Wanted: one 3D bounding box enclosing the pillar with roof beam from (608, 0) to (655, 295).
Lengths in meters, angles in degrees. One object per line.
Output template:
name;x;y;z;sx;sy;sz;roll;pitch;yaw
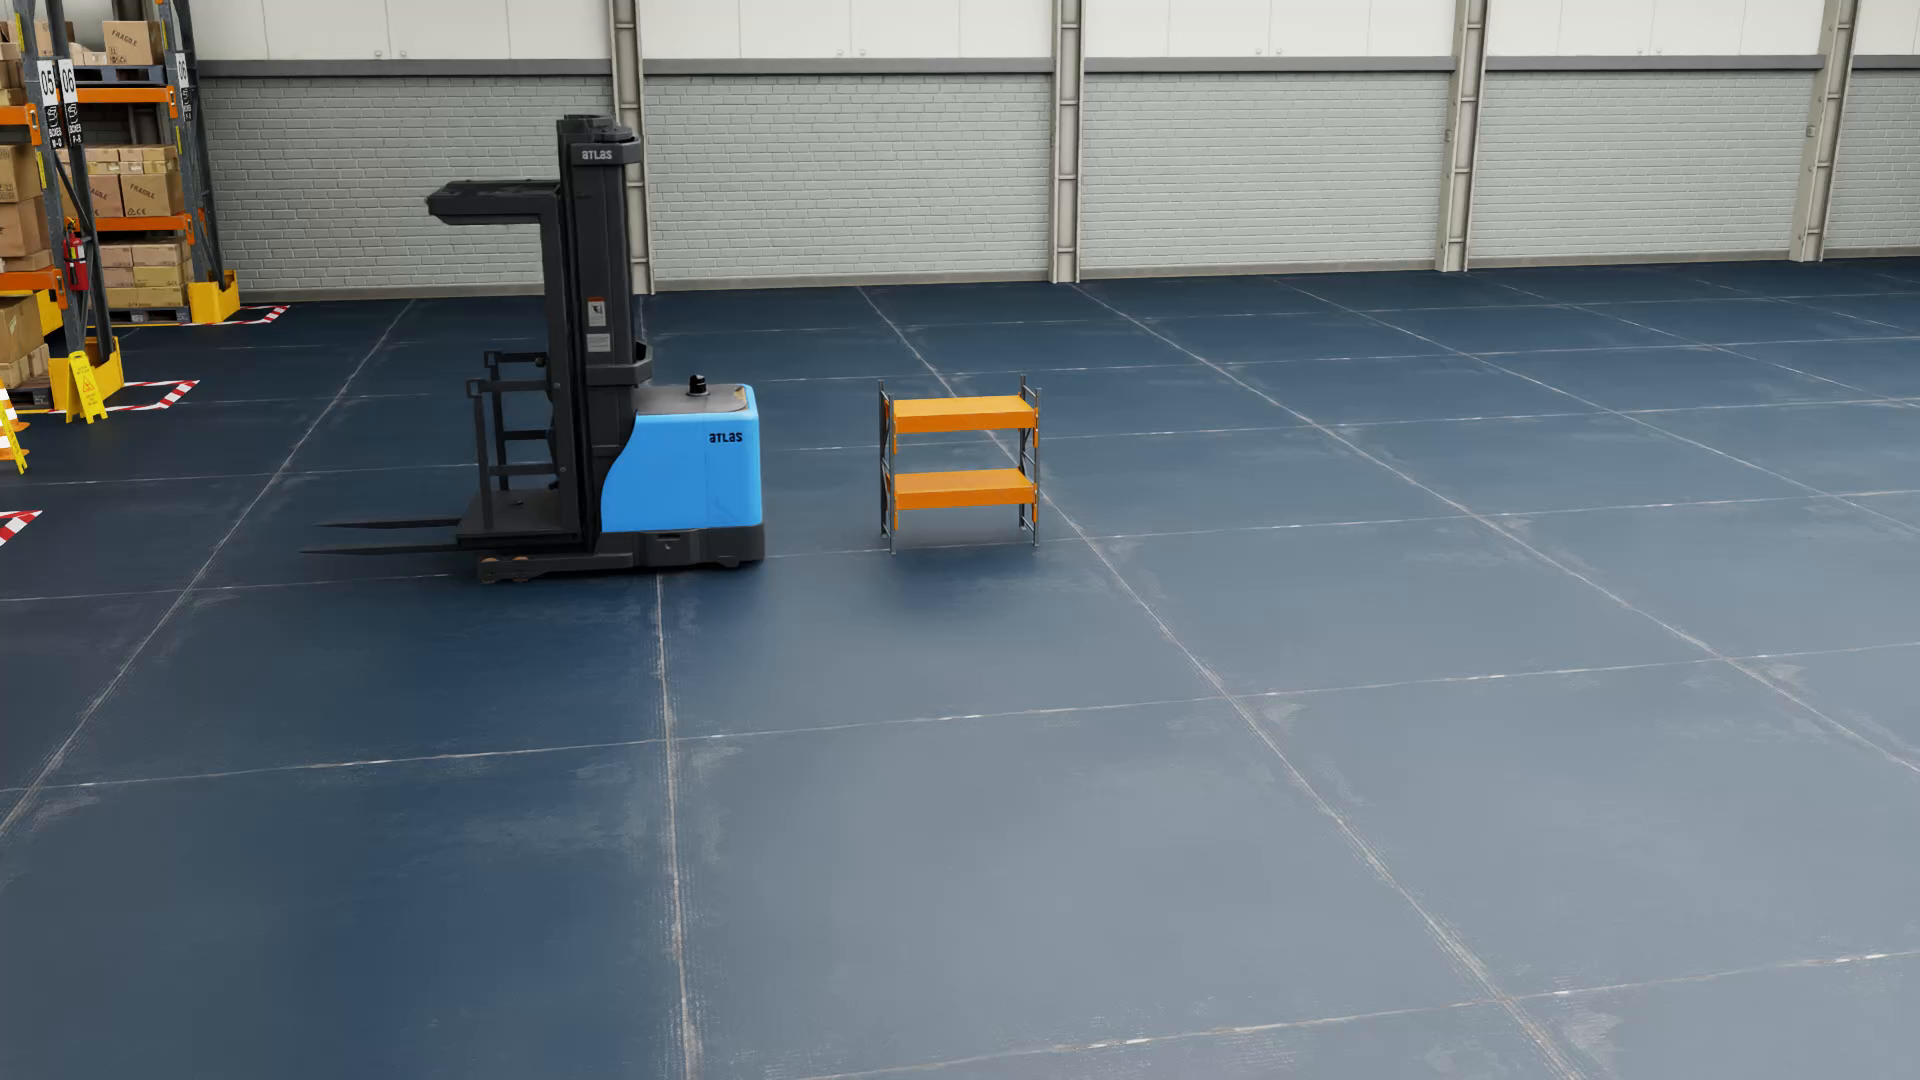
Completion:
pillar with roof beam;-3.581;-6.455;17.502;0.400;9.000;9.100;-3;17;-10

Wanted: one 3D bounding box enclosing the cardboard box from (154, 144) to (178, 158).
cardboard box;-9.805;-4.816;20.601;0.250;0.149;0.380;-4;17;-12

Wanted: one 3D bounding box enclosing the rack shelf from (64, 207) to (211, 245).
rack shelf;-11.398;-3.818;20.358;4.000;0.370;1.077;-3;17;-10

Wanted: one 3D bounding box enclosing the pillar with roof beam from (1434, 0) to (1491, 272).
pillar with roof beam;8.201;-7.123;19.678;0.400;9.000;9.100;-3;17;-10

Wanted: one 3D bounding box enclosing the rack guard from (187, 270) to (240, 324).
rack guard;-9.411;-3.080;20.987;0.348;0.500;1.175;-3;17;-10

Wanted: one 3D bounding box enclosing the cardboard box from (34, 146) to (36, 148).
cardboard box;-11.329;-4.738;20.348;0.250;0.149;0.380;-3;17;-10

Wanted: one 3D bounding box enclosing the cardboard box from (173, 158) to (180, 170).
cardboard box;-9.816;-4.687;20.687;0.250;0.149;0.380;-4;17;-12

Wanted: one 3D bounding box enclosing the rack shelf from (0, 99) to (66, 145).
rack shelf;-10.453;-3.821;15.260;4.000;0.370;1.077;-3;17;-10

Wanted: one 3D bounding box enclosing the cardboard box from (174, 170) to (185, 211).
cardboard box;-9.973;-4.373;20.771;0.500;0.500;0.500;-3;17;-9

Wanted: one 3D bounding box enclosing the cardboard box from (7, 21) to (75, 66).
cardboard box;-10.847;-5.880;19.683;0.500;0.500;0.700;-3;17;-10

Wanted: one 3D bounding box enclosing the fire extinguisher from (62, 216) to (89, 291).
fire extinguisher;-8.289;-2.679;15.557;0.183;0.674;0.296;-3;17;-10

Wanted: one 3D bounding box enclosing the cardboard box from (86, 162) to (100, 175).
cardboard box;-10.479;-4.501;20.081;0.250;0.149;0.380;-3;17;-11

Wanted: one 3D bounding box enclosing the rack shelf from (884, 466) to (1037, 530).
rack shelf;-0.007;-0.304;11.717;1.000;0.278;0.538;-3;17;-10

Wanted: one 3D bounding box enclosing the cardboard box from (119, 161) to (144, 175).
cardboard box;-9.967;-4.508;20.105;0.250;0.149;0.380;-3;17;-10

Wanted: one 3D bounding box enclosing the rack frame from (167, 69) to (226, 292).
rack frame;-9.434;-4.273;20.615;0.127;3.000;1.000;-3;17;-10

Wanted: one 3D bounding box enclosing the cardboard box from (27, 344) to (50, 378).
cardboard box;-9.333;-1.764;16.412;0.500;0.250;0.500;-3;17;-11

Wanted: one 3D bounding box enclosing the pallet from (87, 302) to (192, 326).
pallet;-10.177;-2.885;20.847;1.213;0.211;1.003;-3;17;-10

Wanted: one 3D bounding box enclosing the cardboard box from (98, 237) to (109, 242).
cardboard box;-10.925;-3.612;20.726;0.500;0.250;0.500;-3;17;-11

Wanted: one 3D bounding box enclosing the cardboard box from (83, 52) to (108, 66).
cardboard box;-10.190;-5.702;19.700;0.250;0.149;0.380;-4;17;-12

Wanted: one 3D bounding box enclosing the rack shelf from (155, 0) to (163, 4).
rack shelf;-11.398;-6.494;19.536;4.000;0.370;1.077;-3;17;-10

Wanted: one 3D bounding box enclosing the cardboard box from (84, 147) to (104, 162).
cardboard box;-10.493;-4.655;20.077;0.250;0.149;0.380;-3;17;-10

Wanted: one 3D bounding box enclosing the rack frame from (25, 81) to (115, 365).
rack frame;-8.489;-2.842;15.957;0.127;3.000;1.000;-3;17;-10

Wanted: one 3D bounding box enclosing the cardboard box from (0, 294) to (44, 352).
cardboard box;-9.357;-2.120;16.297;0.500;0.500;0.500;-4;17;-12

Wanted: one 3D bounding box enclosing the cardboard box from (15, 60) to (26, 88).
cardboard box;-9.033;-4.396;15.654;0.500;0.250;0.500;-4;17;-11

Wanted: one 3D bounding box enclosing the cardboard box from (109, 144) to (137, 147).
cardboard box;-10.324;-4.792;20.524;0.250;0.149;0.380;-3;17;-9

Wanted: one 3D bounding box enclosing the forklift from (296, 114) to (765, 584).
forklift;-2.877;-1.281;10.991;3.031;2.935;1.130;-3;17;-9

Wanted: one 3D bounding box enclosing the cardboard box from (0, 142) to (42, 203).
cardboard box;-8.949;-3.419;15.454;0.500;0.500;0.700;-4;17;-12

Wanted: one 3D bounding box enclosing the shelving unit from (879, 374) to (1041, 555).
shelving unit;-0.007;-0.537;11.645;1.048;1.125;0.538;-3;17;-10

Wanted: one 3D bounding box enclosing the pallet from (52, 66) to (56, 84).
pallet;-11.334;-5.564;19.859;1.213;0.211;1.003;-3;17;-10

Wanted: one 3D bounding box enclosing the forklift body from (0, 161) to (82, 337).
forklift body;-10.950;-3.236;18.684;1.214;2.155;2.313;-3;17;-10

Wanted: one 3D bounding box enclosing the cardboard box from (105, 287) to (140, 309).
cardboard box;-10.326;-3.017;20.494;0.500;0.250;0.500;-3;17;-10

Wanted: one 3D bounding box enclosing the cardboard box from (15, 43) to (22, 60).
cardboard box;-8.877;-4.576;15.563;0.250;0.149;0.380;-3;17;-11

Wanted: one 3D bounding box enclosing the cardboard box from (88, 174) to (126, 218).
cardboard box;-10.379;-4.192;20.179;0.500;0.500;0.500;-3;17;-9

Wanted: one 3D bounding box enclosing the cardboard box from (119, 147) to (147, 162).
cardboard box;-9.982;-4.670;20.125;0.250;0.149;0.380;-3;17;-10

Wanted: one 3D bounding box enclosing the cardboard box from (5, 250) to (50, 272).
cardboard box;-8.816;-2.640;15.725;0.250;0.149;0.380;-3;17;-9

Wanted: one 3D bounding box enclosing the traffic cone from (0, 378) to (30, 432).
traffic cone;-8.666;-1.234;15.041;0.334;0.463;0.336;-3;17;-10

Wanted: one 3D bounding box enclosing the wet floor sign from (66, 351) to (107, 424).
wet floor sign;-8.099;-1.419;15.333;0.232;0.644;0.267;3;17;9

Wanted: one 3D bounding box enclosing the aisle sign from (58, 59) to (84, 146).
aisle sign;-8.487;-4.178;15.878;0.004;0.787;0.394;-3;17;-10

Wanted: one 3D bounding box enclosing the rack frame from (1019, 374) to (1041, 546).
rack frame;0.492;-0.566;11.738;0.032;1.125;0.500;-3;17;-10

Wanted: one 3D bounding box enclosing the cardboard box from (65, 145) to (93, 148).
cardboard box;-10.824;-4.761;20.422;0.250;0.149;0.380;-3;17;-9

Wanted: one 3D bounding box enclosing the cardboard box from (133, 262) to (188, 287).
cardboard box;-9.853;-3.281;20.502;0.500;0.250;0.500;-3;17;-11

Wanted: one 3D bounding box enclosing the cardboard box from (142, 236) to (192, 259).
cardboard box;-9.942;-3.665;20.901;0.500;0.250;0.500;-4;17;-11

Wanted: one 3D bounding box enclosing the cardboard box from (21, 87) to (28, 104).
cardboard box;-8.876;-4.231;15.798;0.250;0.149;0.380;-3;17;-10

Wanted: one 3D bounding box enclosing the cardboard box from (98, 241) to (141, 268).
cardboard box;-10.327;-3.492;20.336;0.500;0.250;0.500;-3;17;-9

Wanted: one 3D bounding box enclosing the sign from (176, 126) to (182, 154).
sign;-9.345;-4.783;19.899;0.005;0.325;0.100;-3;17;-10

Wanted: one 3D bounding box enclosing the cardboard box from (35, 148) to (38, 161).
cardboard box;-10.980;-4.592;19.873;0.250;0.149;0.380;-3;17;-9

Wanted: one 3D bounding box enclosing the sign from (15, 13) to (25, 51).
sign;-8.403;-4.538;14.862;0.005;0.325;0.100;-3;17;-10

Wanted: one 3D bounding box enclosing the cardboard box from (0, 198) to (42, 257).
cardboard box;-8.970;-2.923;15.542;0.500;0.500;0.500;-4;17;-11

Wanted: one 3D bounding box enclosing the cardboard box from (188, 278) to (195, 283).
cardboard box;-9.954;-3.188;21.052;0.500;0.250;0.500;-3;17;-10
